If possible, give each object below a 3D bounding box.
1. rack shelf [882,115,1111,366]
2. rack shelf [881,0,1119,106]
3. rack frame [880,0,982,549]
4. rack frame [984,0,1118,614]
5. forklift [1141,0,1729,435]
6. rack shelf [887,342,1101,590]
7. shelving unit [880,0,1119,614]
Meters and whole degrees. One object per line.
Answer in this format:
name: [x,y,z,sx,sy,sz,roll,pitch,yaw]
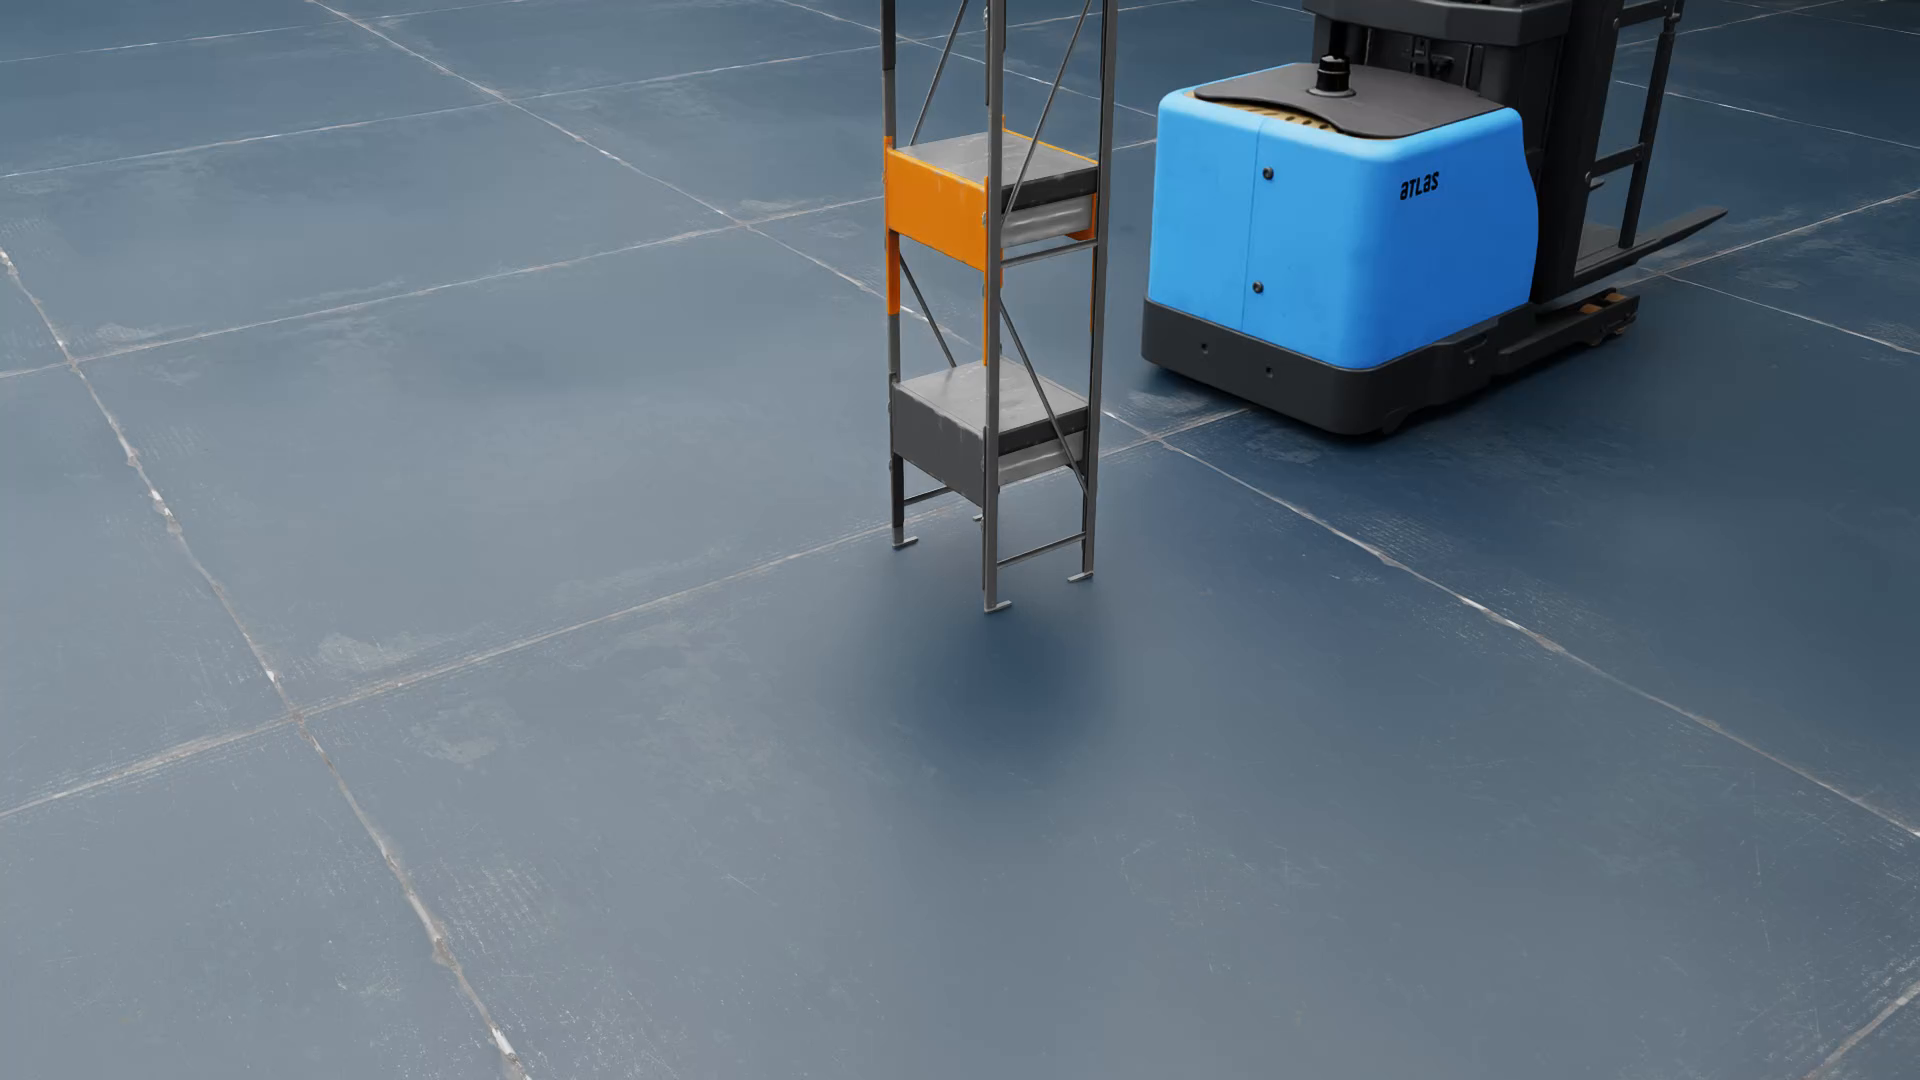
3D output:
rack shelf: [0.096,-0.846,4.637,0.431,0.518,0.480,-19,34,-31]
rack shelf: [0.096,-1.461,4.303,0.431,0.518,0.480,-19,34,-31]
rack frame: [-0.046,-0.953,4.805,0.400,2.100,0.015,-19,34,-31]
rack frame: [0.238,-0.763,4.456,0.400,2.100,0.015,-19,34,-31]
forklift: [2.135,-2.234,6.293,3.031,2.935,1.130,-23,36,-36]
rack shelf: [0.096,-0.231,4.971,0.431,0.518,0.480,-19,34,-31]
shelving unit: [0.096,-0.858,4.630,0.431,2.100,0.503,-19,34,-31]
